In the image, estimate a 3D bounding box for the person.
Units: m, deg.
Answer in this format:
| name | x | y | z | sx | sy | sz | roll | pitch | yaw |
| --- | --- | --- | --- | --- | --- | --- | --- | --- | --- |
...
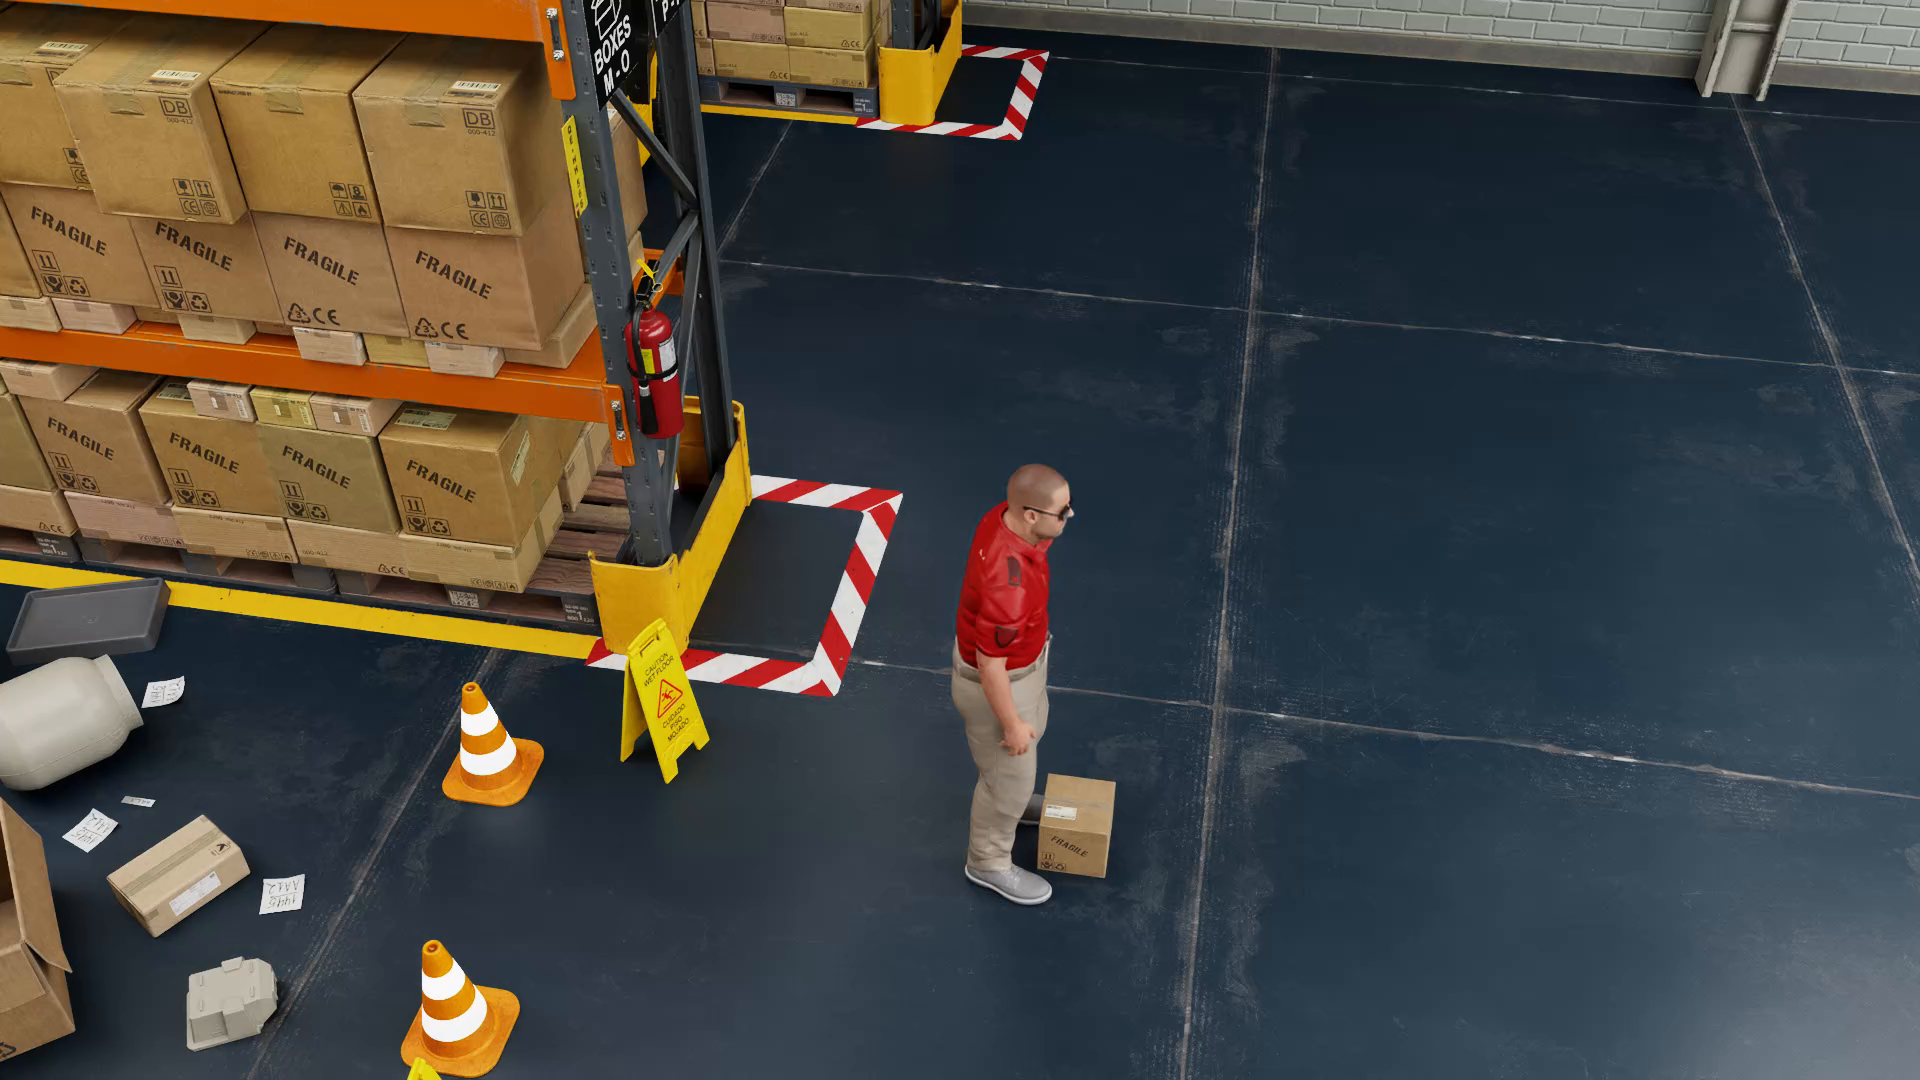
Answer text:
| name | x | y | z | sx | sy | sz | roll | pitch | yaw |
| --- | --- | --- | --- | --- | --- | --- | --- | --- | --- |
| person | 0.174 | 0.452 | 5.634 | 0.383 | 1.727 | 0.599 | 5 | 41 | 6 |
